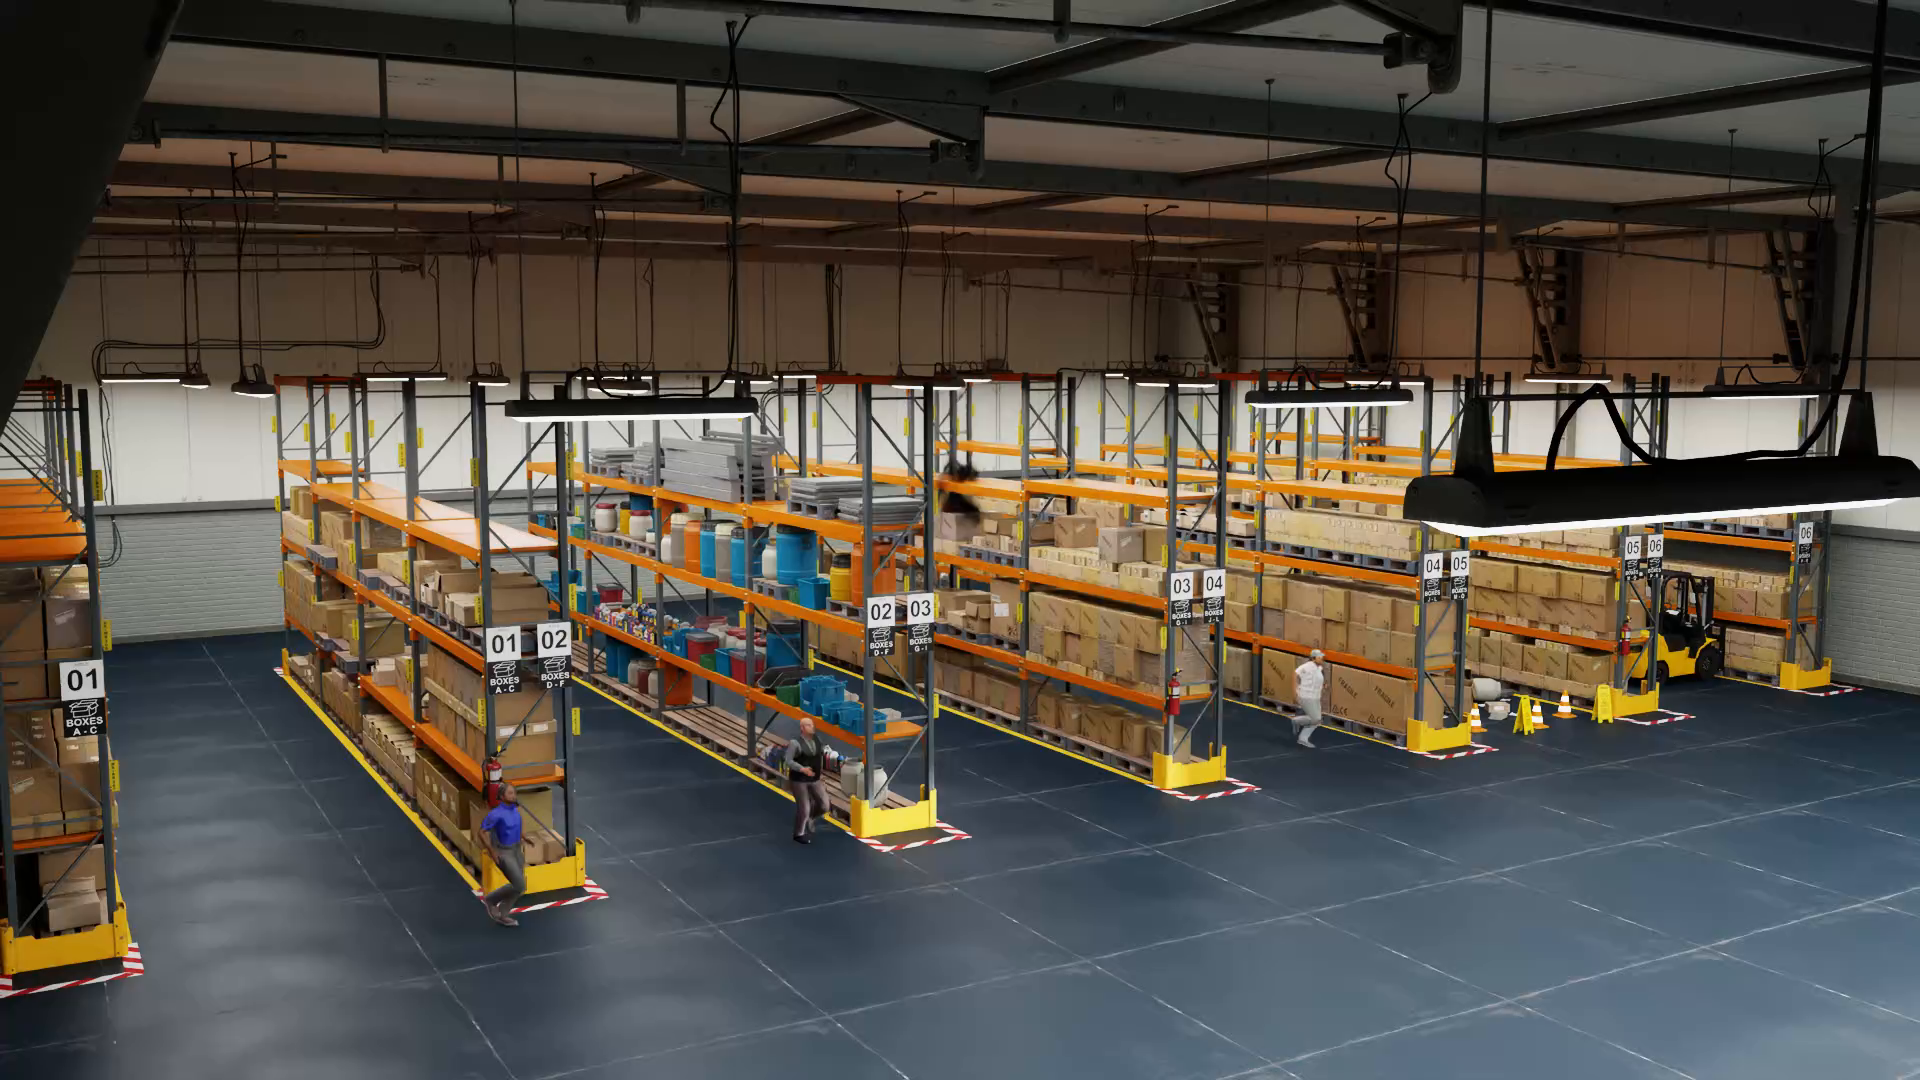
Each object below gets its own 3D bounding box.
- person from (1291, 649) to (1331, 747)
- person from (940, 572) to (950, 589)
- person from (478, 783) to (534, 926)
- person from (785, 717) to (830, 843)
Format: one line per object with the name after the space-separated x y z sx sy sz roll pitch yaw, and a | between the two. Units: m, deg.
5.734 2.582 27.109 0.623 1.619 0.645 6 8 42 | person
-0.371 0.843 42.343 0.583 1.722 0.745 3 7 22 | person
-5.017 3.517 18.548 0.544 1.600 0.560 2 7 17 | person
-1.966 3.134 21.646 0.679 1.678 0.608 -6 9 -44 | person
